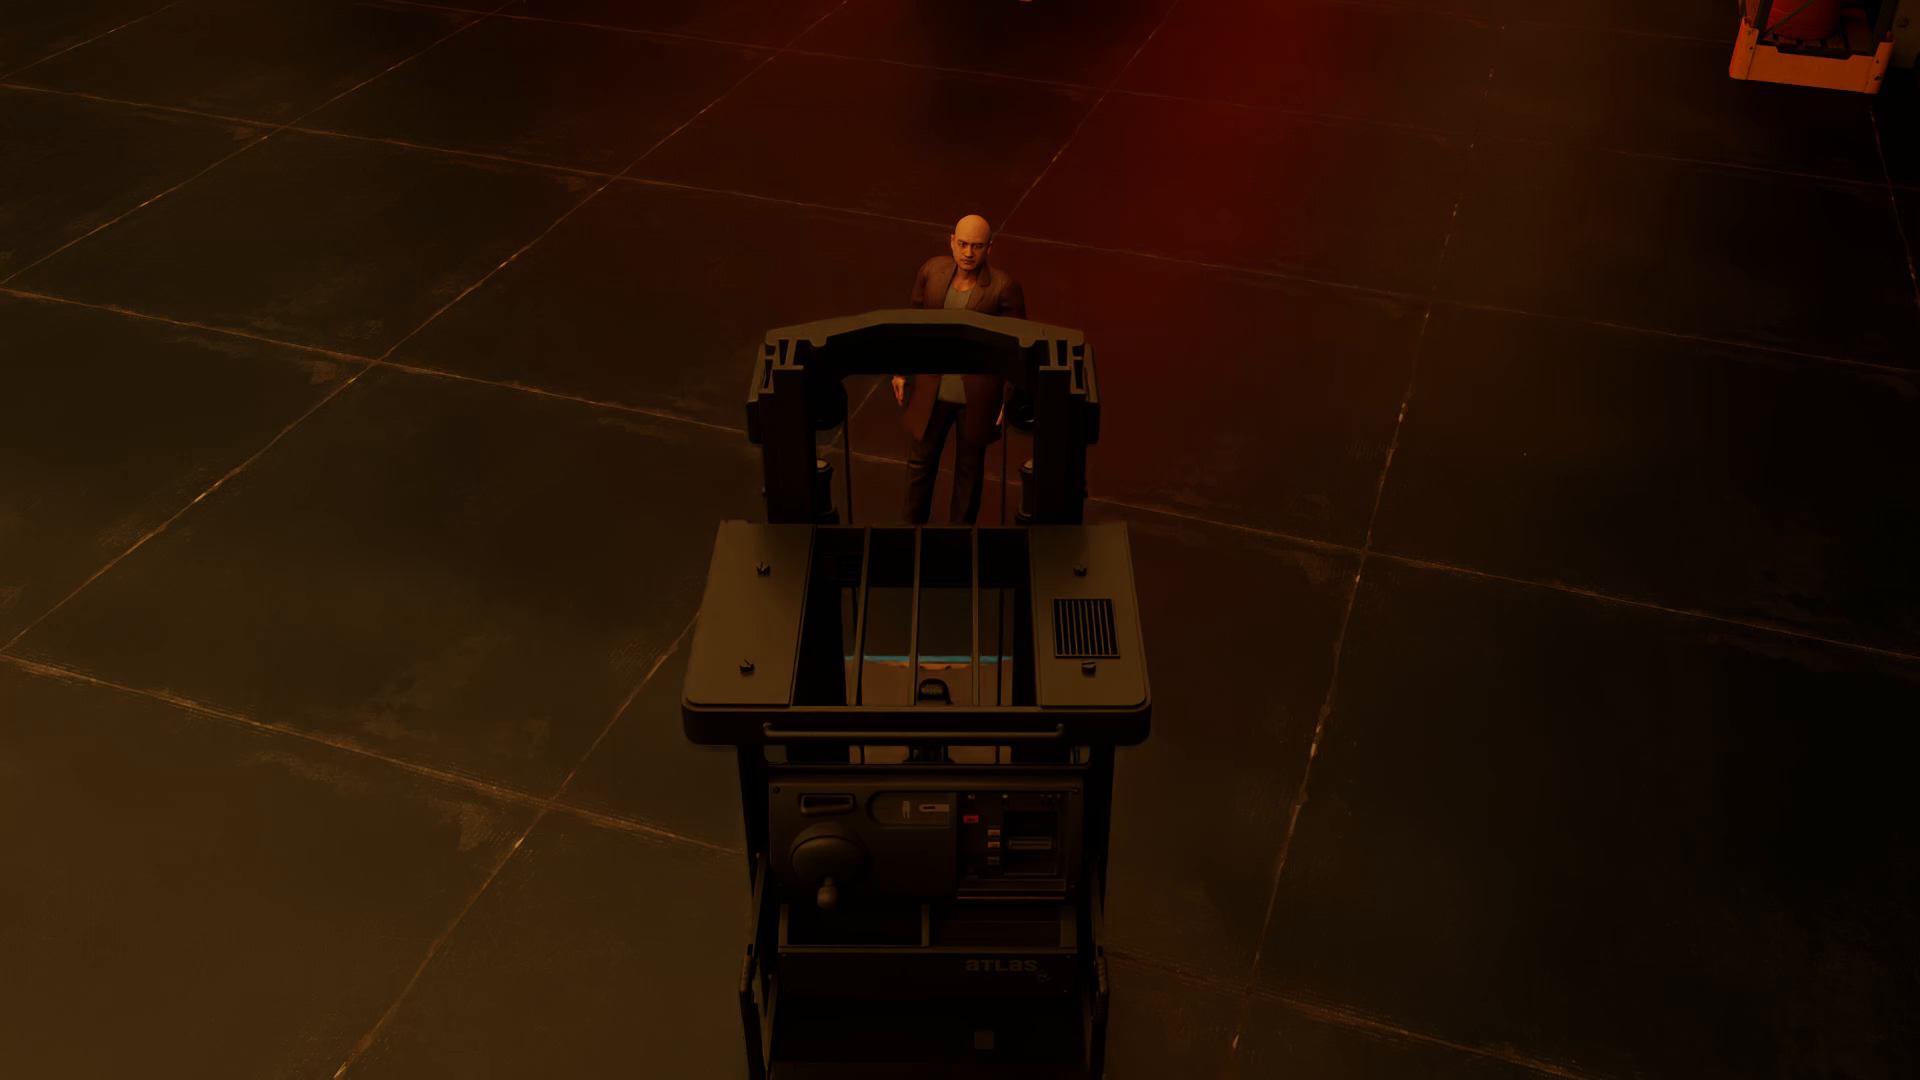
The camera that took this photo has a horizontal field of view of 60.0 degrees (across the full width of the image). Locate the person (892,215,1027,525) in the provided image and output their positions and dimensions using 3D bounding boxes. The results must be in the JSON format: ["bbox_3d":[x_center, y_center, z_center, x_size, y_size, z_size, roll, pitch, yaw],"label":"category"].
[{"bbox_3d":[-0.034,-0.681,8.057,0.696,1.777,0.579,12,37,16],"label":"person"}]

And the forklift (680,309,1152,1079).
[{"bbox_3d":[-0.099,0.960,4.757,1.130,2.935,3.031,0,35,0],"label":"forklift"}]
